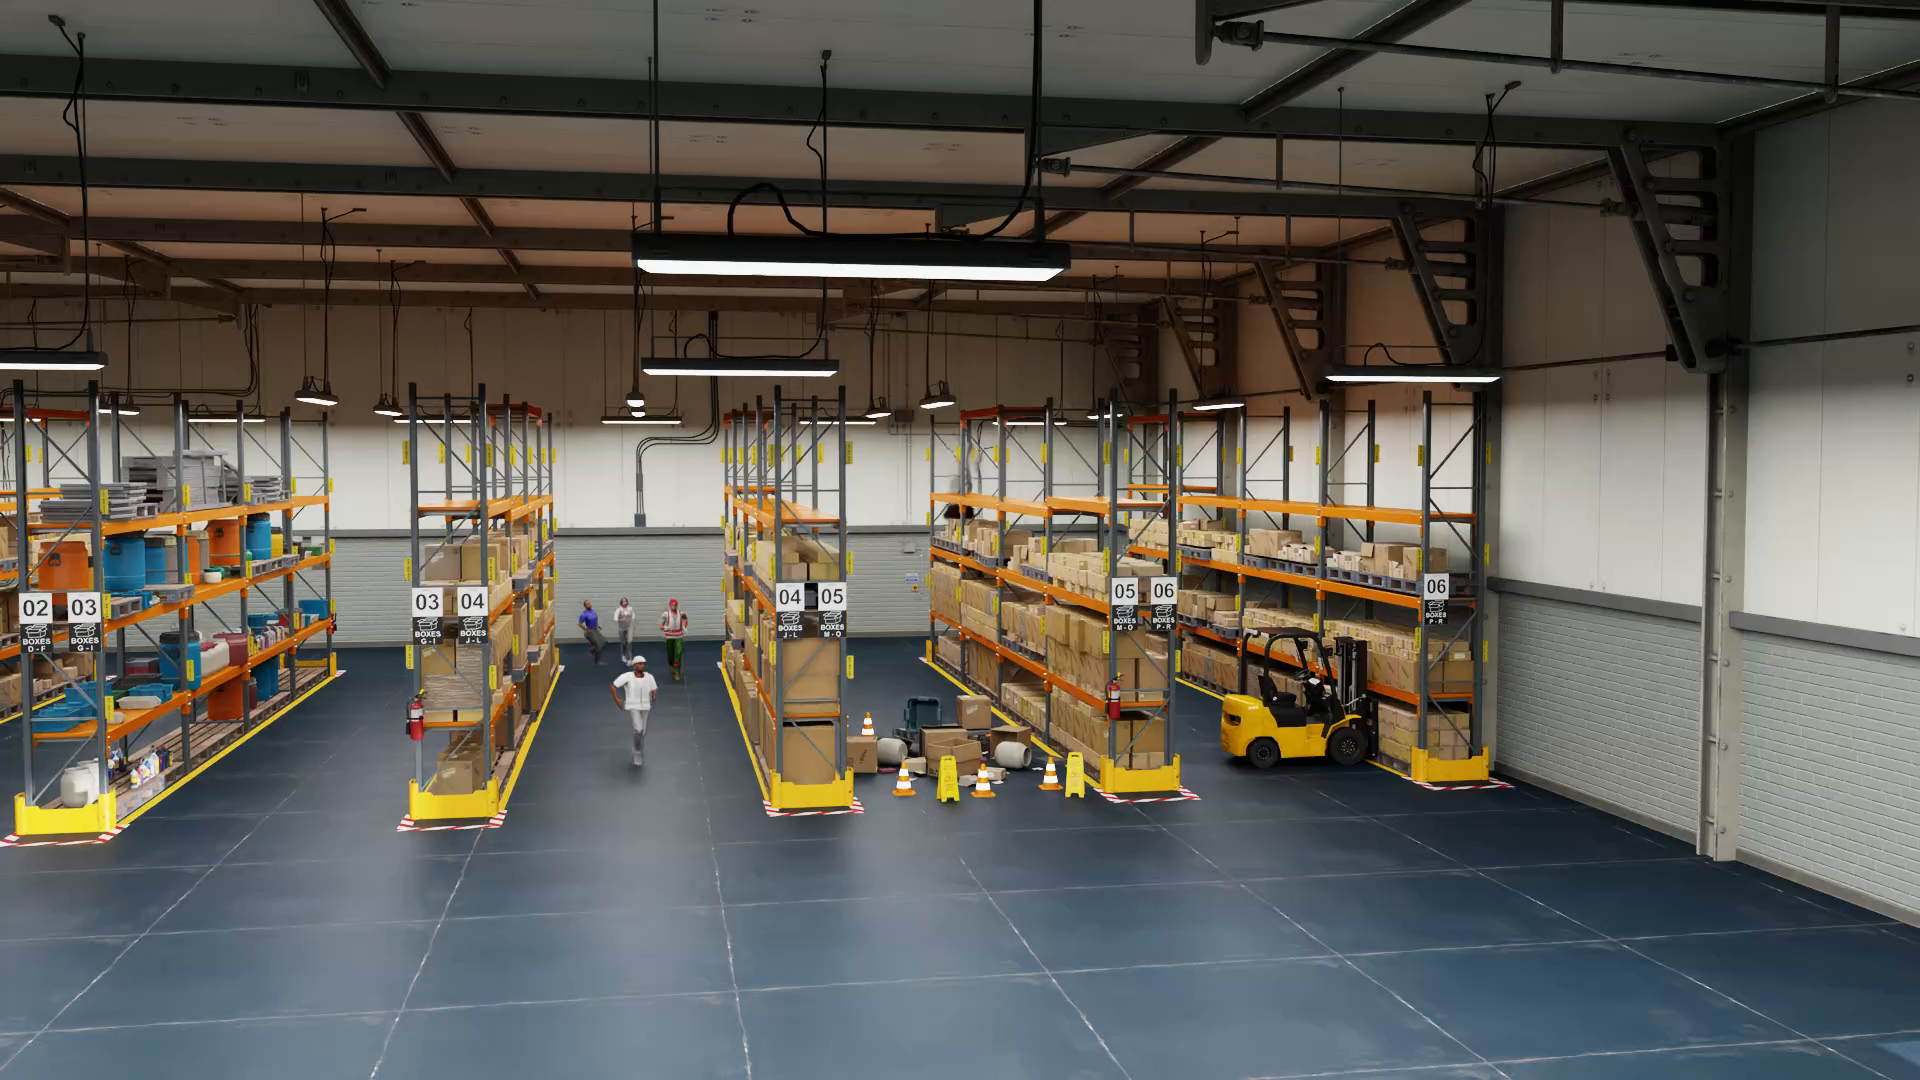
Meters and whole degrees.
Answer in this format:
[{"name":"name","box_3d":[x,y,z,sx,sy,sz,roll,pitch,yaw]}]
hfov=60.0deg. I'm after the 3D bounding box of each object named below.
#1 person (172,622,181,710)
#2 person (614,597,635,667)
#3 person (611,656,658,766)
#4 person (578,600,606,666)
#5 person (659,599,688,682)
[{"name":"person","box_3d":[-15.367,2.480,32.840,0.692,1.755,0.647,0,3,2]},{"name":"person","box_3d":[-8.019,2.176,39.771,0.517,1.634,0.754,-1,3,-16]},{"name":"person","box_3d":[-5.244,2.774,27.063,0.709,1.773,0.724,-2,4,-36]},{"name":"person","box_3d":[-8.733,2.211,39.514,0.482,1.563,0.650,1,3,24]},{"name":"person","box_3d":[-6.416,2.217,37.290,0.654,1.811,0.991,-1,3,-14]}]
